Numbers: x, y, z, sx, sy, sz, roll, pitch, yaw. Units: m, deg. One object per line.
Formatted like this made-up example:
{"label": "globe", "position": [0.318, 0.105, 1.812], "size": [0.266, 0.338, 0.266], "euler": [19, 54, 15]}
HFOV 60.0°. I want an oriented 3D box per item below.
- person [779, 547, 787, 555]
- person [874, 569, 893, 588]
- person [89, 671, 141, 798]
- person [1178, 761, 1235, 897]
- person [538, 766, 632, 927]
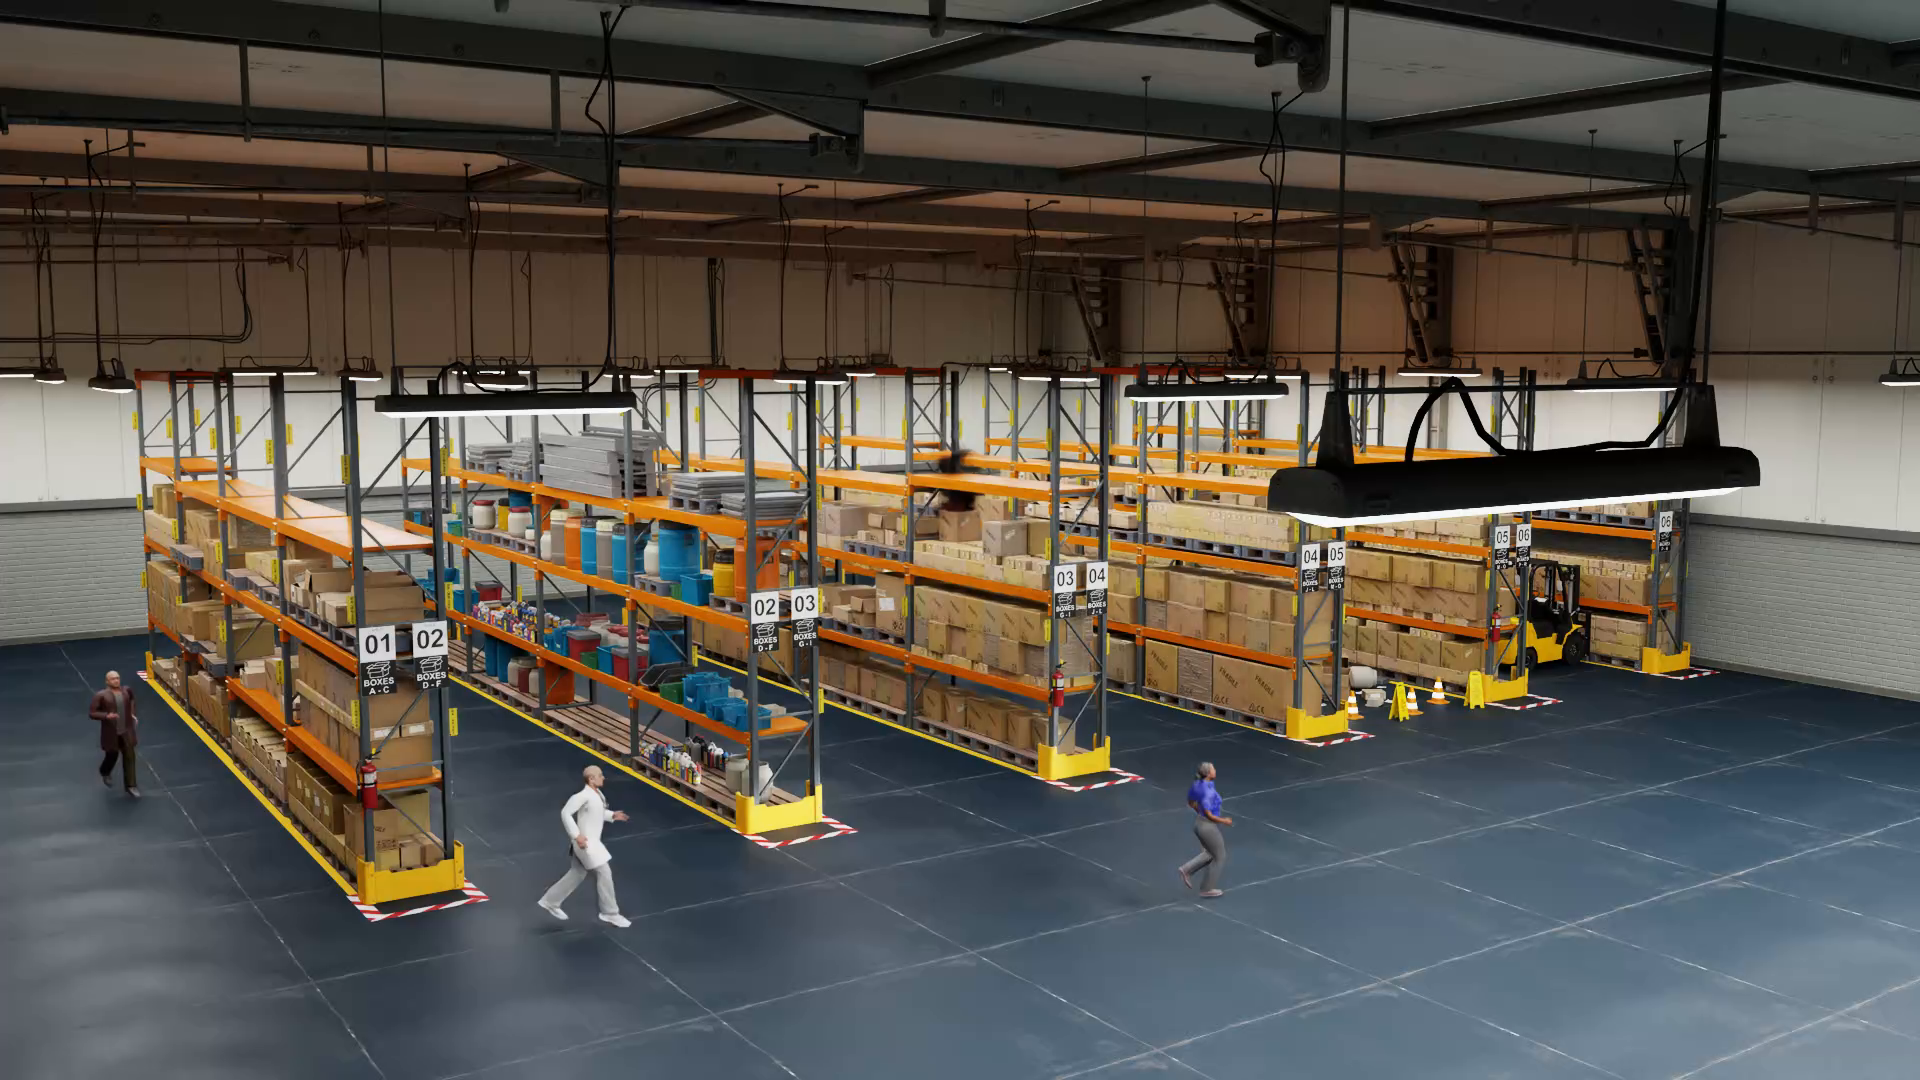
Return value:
{"label": "person", "position": [-4.702, 0.867, 40.885], "size": [0.951, 1.697, 0.864], "euler": [-5, 8, -39]}
{"label": "person", "position": [-1.468, 1.460, 35.411], "size": [0.687, 1.732, 0.668], "euler": [-4, 8, -34]}
{"label": "person", "position": [-12.054, 2.846, 23.775], "size": [1.049, 1.588, 0.710], "euler": [6, 9, 43]}
{"label": "person", "position": [2.870, 3.363, 19.321], "size": [0.562, 1.593, 0.573], "euler": [-1, 7, -12]}
{"label": "person", "position": [-4.163, 3.385, 18.373], "size": [1.028, 1.810, 0.654], "euler": [-1, 7, -8]}
